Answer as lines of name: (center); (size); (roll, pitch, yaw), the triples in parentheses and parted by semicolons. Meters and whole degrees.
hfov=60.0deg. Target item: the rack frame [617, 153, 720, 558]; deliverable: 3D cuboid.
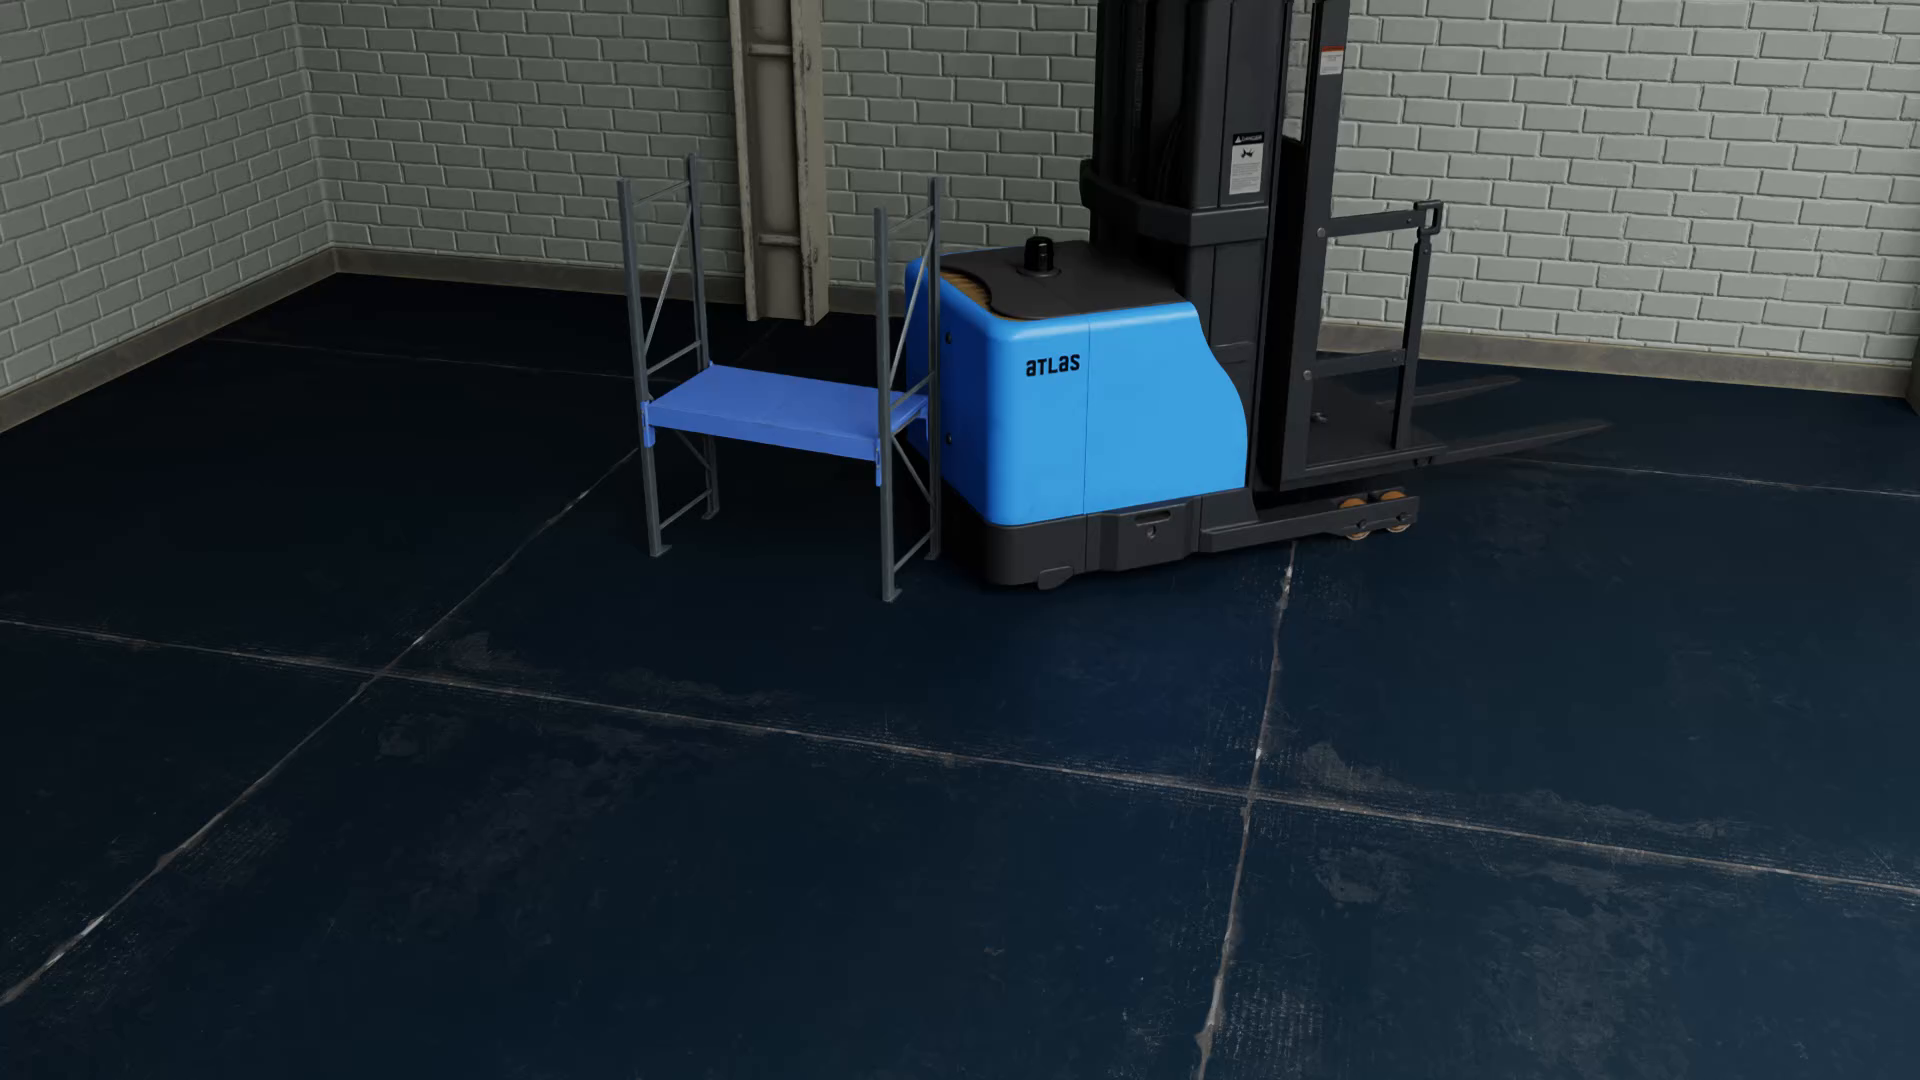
rack frame: (-1.123, -0.707, 6.490); (0.032, 1.500, 0.500); (10, 27, 20)

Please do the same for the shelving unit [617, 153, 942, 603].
shelving unit: (-0.653, -0.624, 6.315); (1.048, 1.500, 0.538); (10, 27, 20)

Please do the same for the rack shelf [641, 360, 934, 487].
rack shelf: (-0.653, -0.461, 6.393); (1.000, 0.185, 0.538); (10, 27, 20)

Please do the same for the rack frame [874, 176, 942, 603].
rack frame: (-0.183, -0.540, 6.140); (0.032, 1.500, 0.500); (10, 27, 20)

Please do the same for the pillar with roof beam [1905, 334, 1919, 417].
pillar with roof beam: (3.768, -2.905, 2.382); (0.400, 9.000, 9.100); (6, 26, 13)

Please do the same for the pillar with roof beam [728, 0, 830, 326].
pillar with roof beam: (-2.043, -3.547, 3.732); (0.400, 9.000, 9.100); (6, 26, 13)

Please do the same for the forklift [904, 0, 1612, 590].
forklift: (1.336, -1.523, 6.540); (3.031, 2.935, 1.130); (-10, 27, -20)
